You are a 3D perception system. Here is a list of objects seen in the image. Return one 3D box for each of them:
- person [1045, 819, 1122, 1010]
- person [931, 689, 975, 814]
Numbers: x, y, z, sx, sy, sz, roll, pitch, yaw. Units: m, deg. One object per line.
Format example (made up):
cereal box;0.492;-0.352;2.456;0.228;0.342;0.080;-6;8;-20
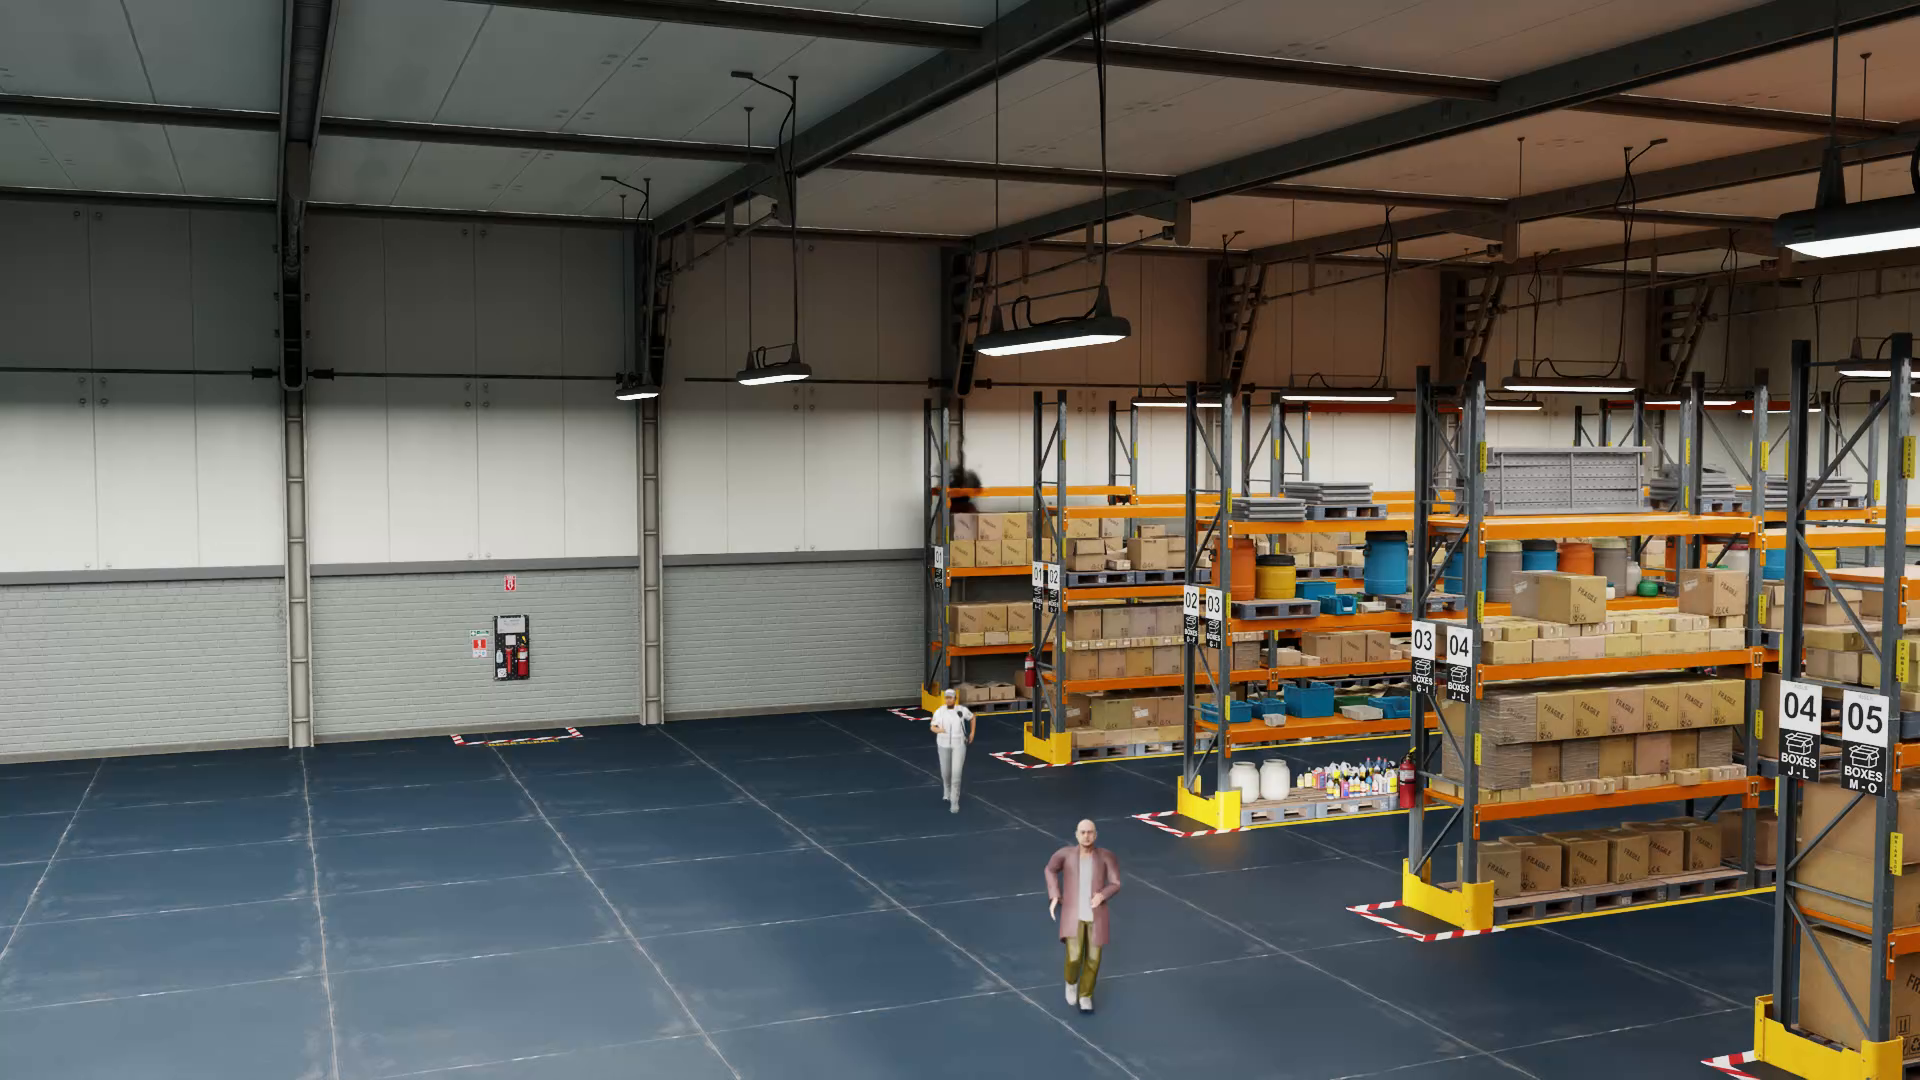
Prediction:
person;1.120;3.400;14.997;0.692;1.737;0.655;0;3;0
person;-0.116;2.944;23.552;0.609;1.670;0.940;1;3;9
